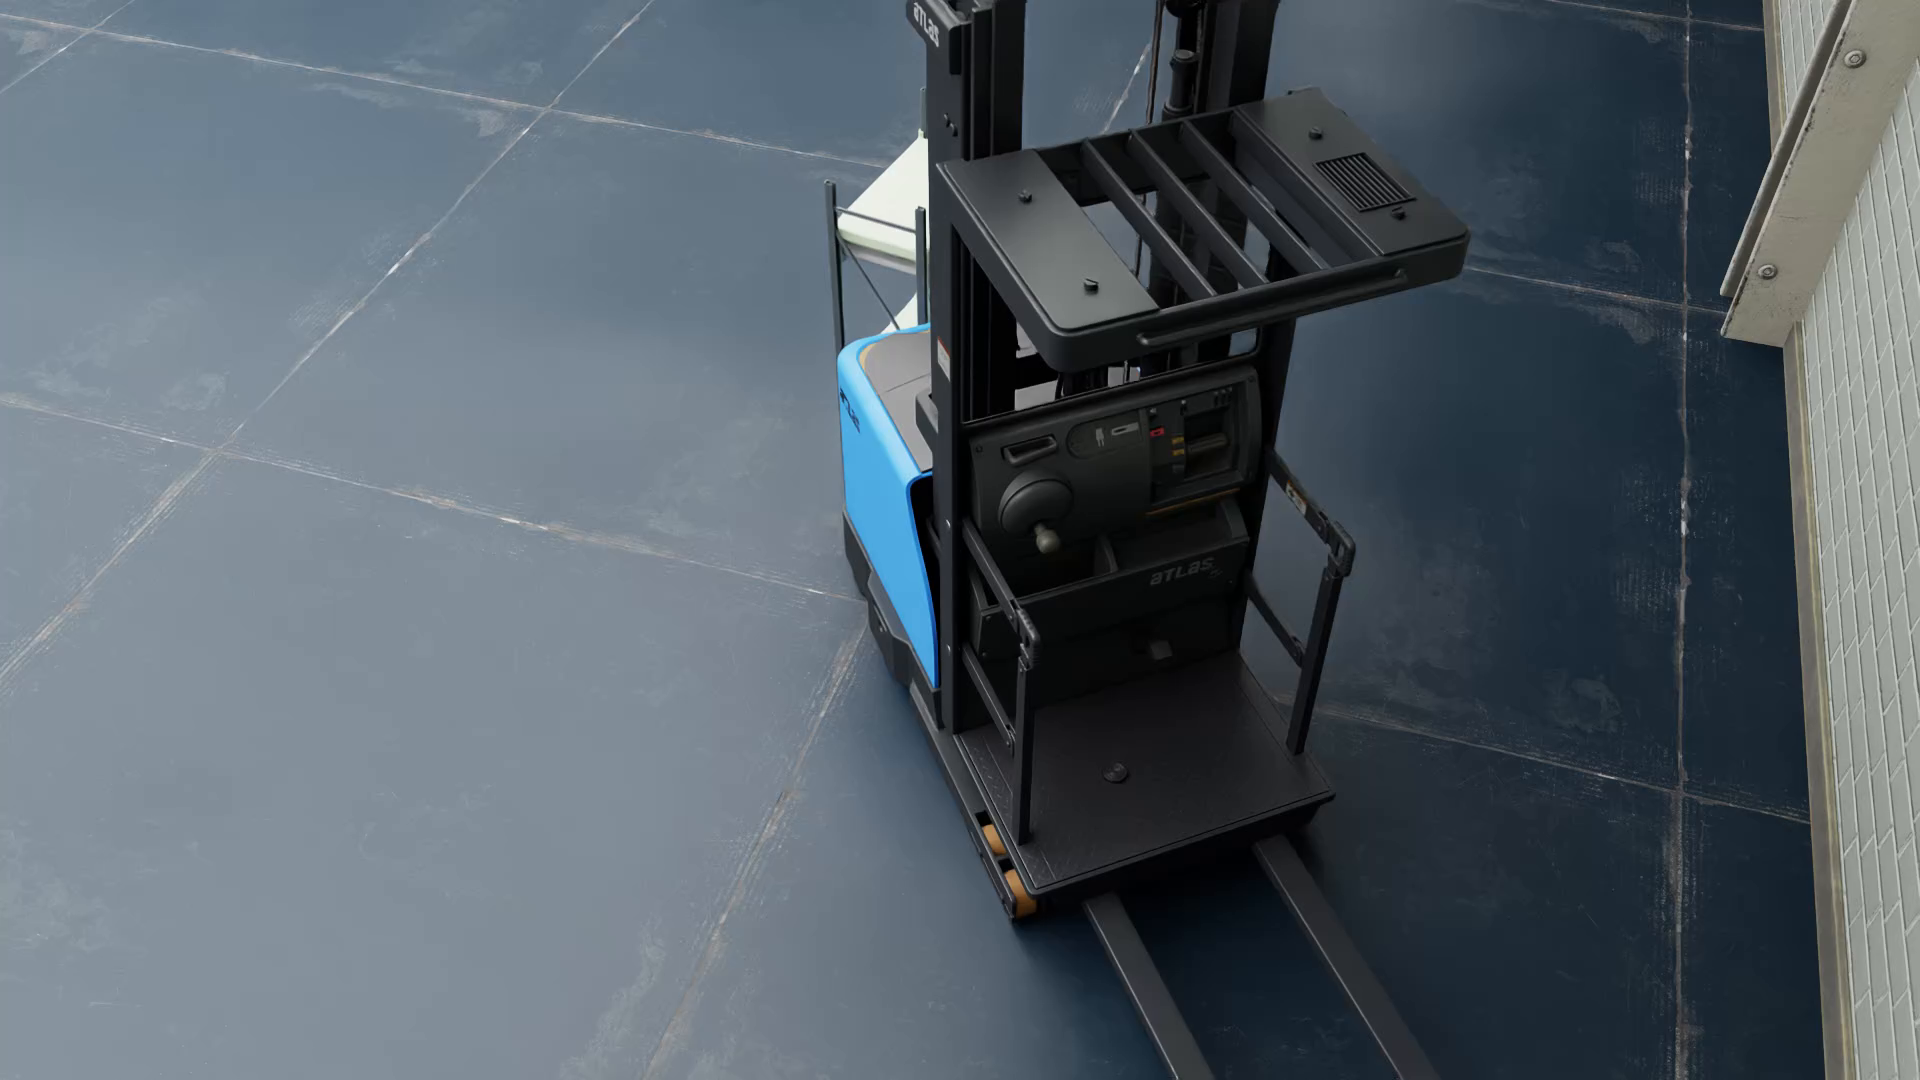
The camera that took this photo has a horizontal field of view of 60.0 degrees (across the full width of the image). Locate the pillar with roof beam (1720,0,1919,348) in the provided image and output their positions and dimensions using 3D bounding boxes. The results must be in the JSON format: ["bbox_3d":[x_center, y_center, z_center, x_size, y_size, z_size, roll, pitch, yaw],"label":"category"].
[{"bbox_3d":[-0.365,-5.172,5.601,9.100,9.000,0.400,13,46,13],"label":"pillar with roof beam"}]

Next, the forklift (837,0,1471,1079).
[{"bbox_3d":[0.553,-0.144,4.801,1.130,2.935,3.031,-15,46,-15],"label":"forklift"}]

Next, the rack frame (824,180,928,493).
[{"bbox_3d":[-0.300,-0.677,6.369,0.400,1.500,0.023,19,48,19],"label":"rack frame"}]

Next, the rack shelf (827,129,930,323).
[{"bbox_3d":[-0.135,-1.184,6.330,0.431,0.370,0.720,19,48,19],"label":"rack shelf"}]

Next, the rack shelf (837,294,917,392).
[{"bbox_3d":[-0.135,-0.672,6.831,0.431,0.370,0.720,19,48,19],"label":"rack shelf"}]

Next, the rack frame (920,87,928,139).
[{"bbox_3d":[0.029,-1.134,6.836,0.400,1.500,0.023,19,48,19],"label":"rack frame"}]

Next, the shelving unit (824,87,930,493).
[{"bbox_3d":[-0.135,-0.905,6.603,0.431,1.500,0.755,19,48,19],"label":"shelving unit"}]
